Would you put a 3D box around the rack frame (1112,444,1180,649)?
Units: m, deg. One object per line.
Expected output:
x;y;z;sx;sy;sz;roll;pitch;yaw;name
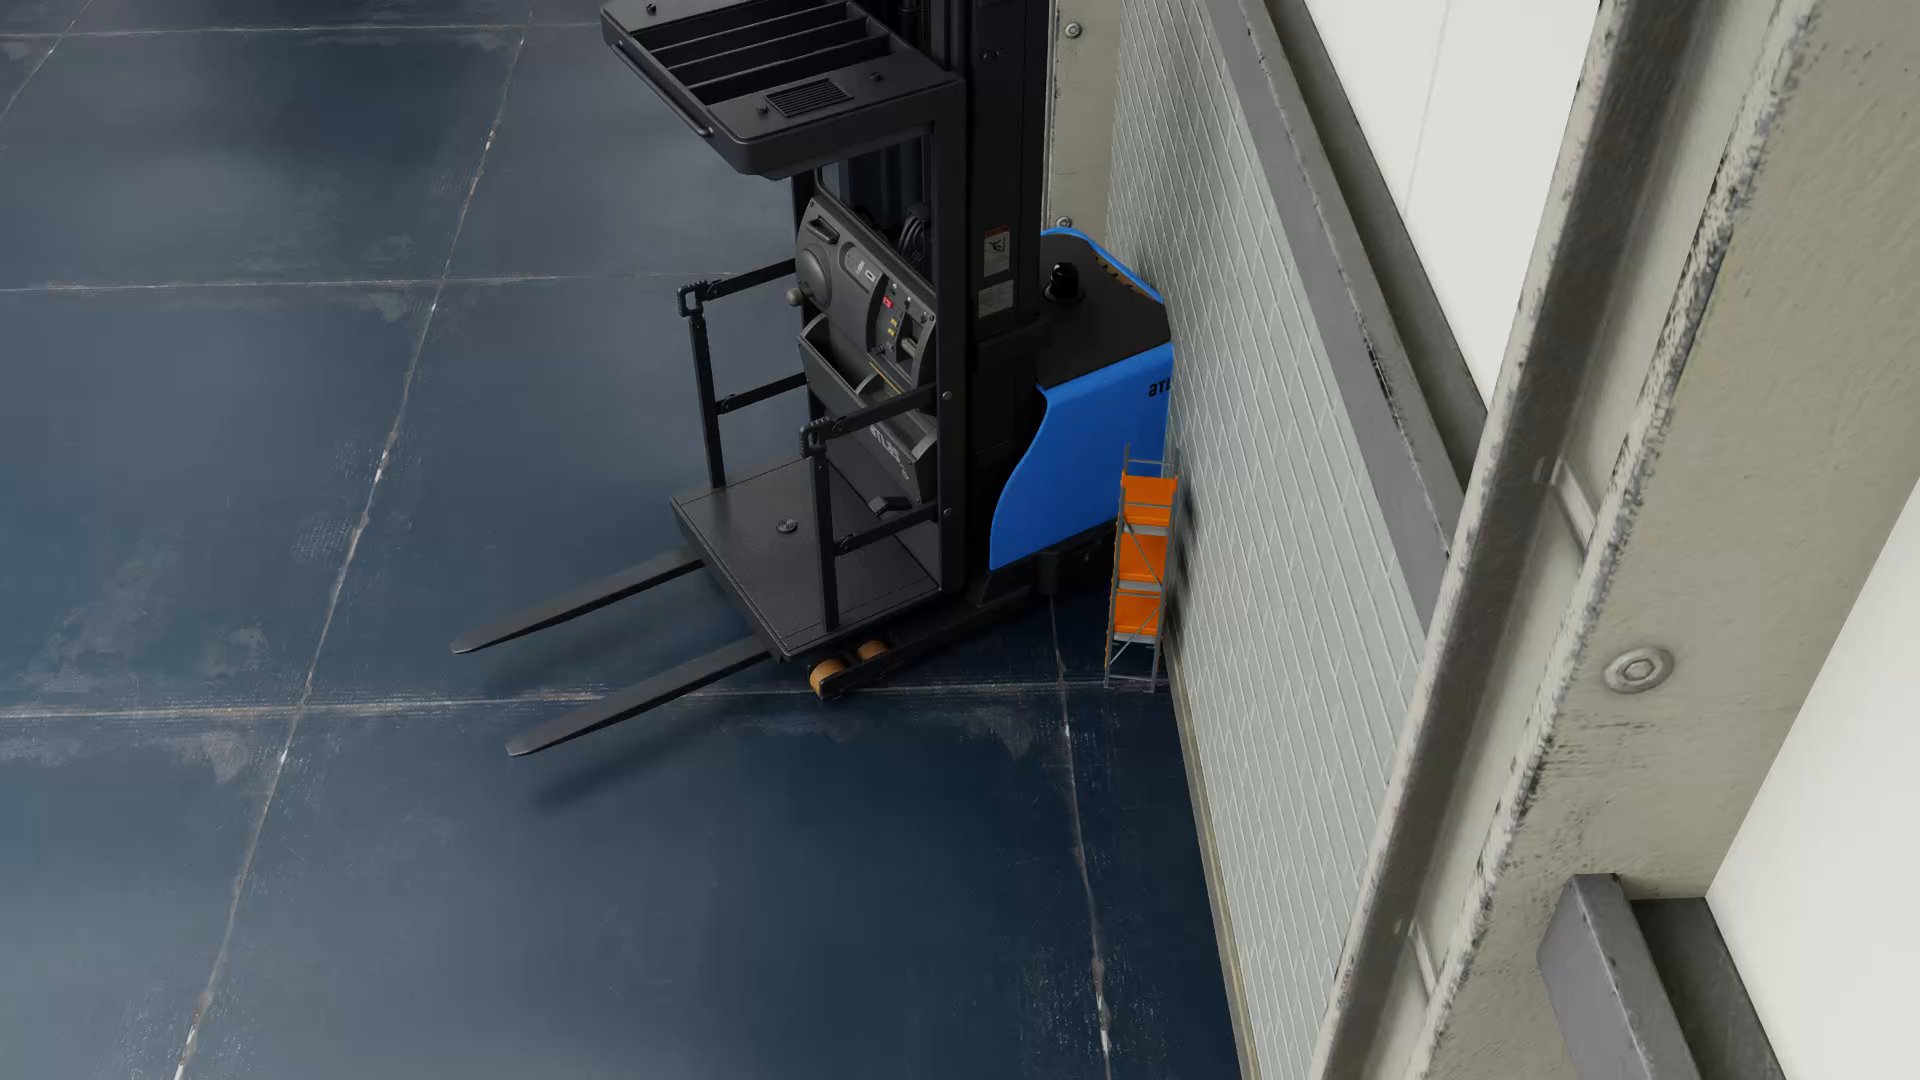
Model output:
0.704;0.046;6.423;0.200;1.050;0.008;5;43;6;rack frame

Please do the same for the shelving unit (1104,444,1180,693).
0.687;0.127;6.334;0.215;1.050;0.252;5;43;6;shelving unit

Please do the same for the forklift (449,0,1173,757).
-0.529;-0.859;6.018;3.031;2.935;1.130;-23;47;-23;forklift

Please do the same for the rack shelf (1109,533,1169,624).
0.687;0.135;6.341;0.215;0.259;0.240;5;43;6;rack shelf

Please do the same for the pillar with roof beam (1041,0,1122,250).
-3.709;-4.657;5.671;9.100;9.000;0.400;-2;43;-2;pillar with roof beam

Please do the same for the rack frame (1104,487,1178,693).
0.671;0.209;6.245;0.200;1.050;0.008;5;43;6;rack frame

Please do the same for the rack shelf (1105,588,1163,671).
0.687;0.340;6.529;0.215;0.259;0.240;5;43;6;rack shelf

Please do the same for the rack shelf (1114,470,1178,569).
0.687;-0.074;6.150;0.215;0.259;0.240;5;43;6;rack shelf
